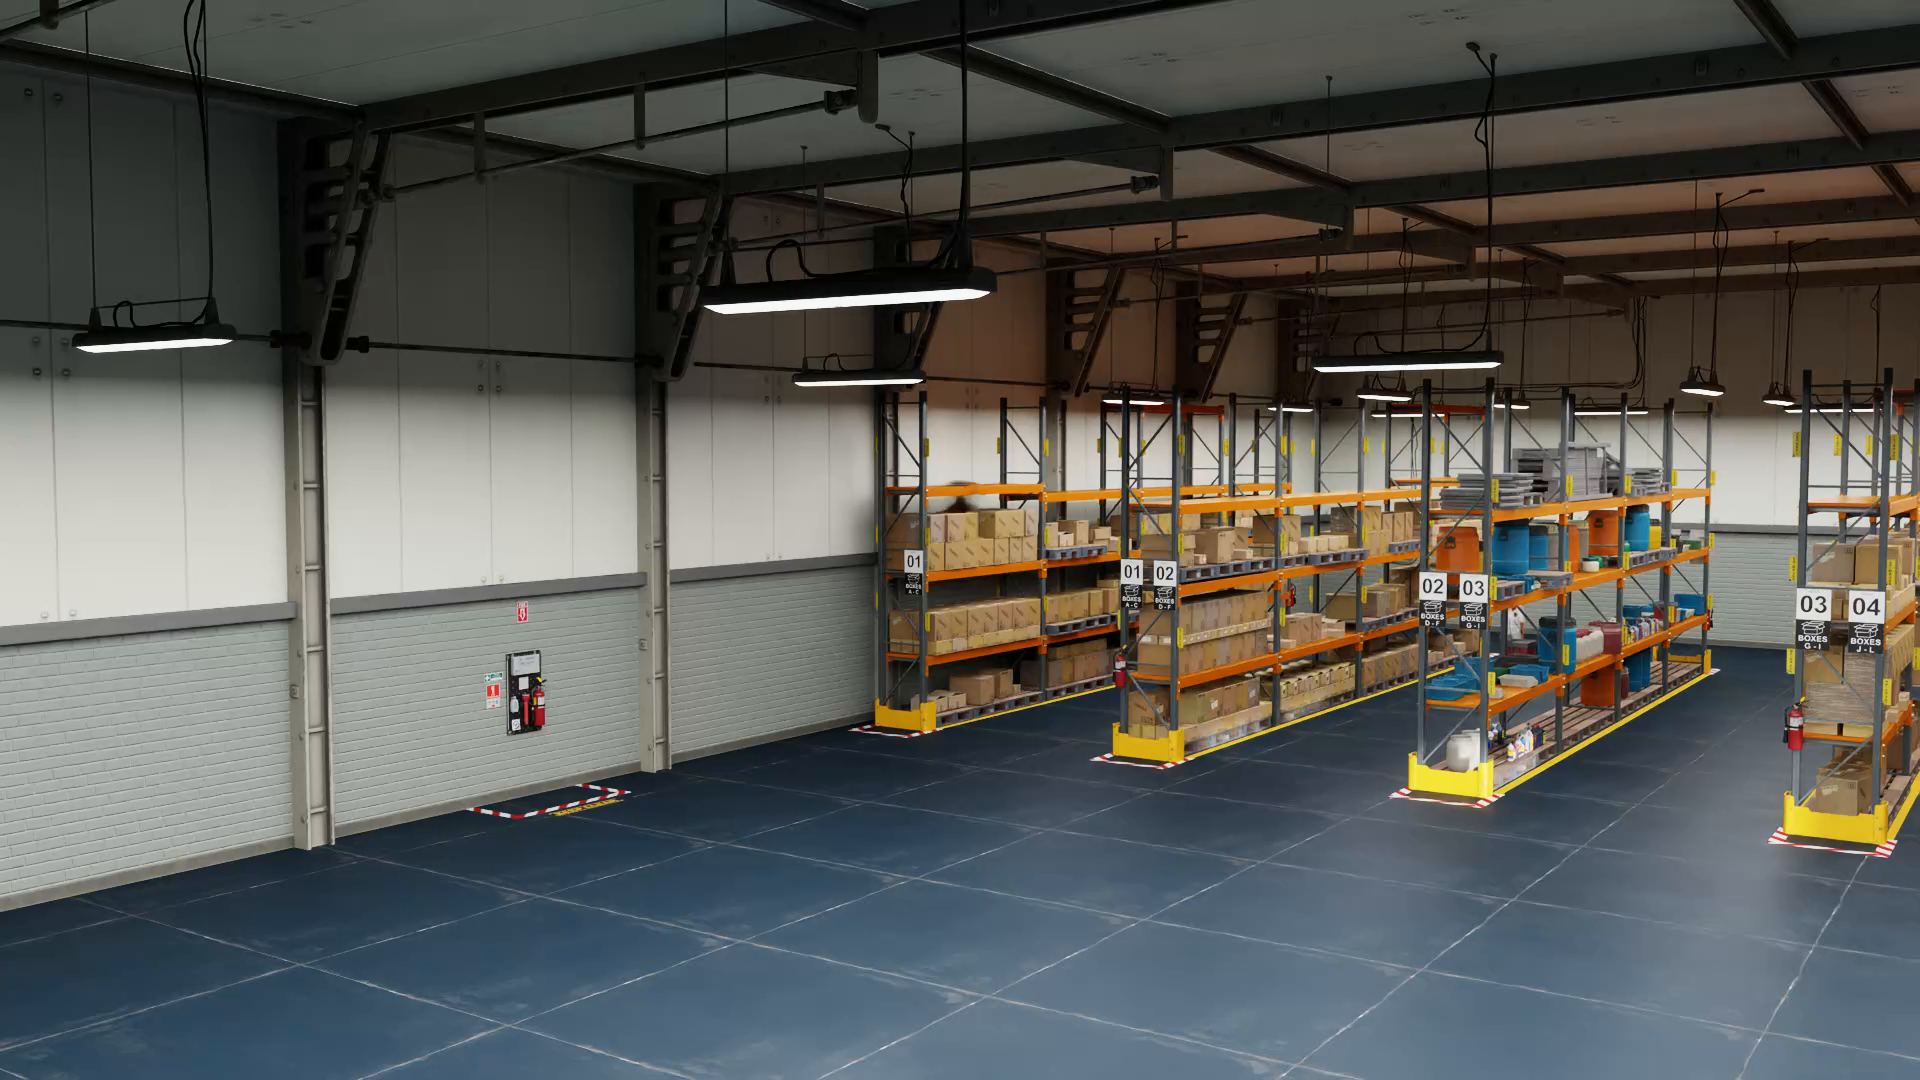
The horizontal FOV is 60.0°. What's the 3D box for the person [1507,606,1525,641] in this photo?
[{"bbox_3d":[12.400,2.109,37.265,0.508,1.625,0.665,2,4,31],"label":"person"}]
